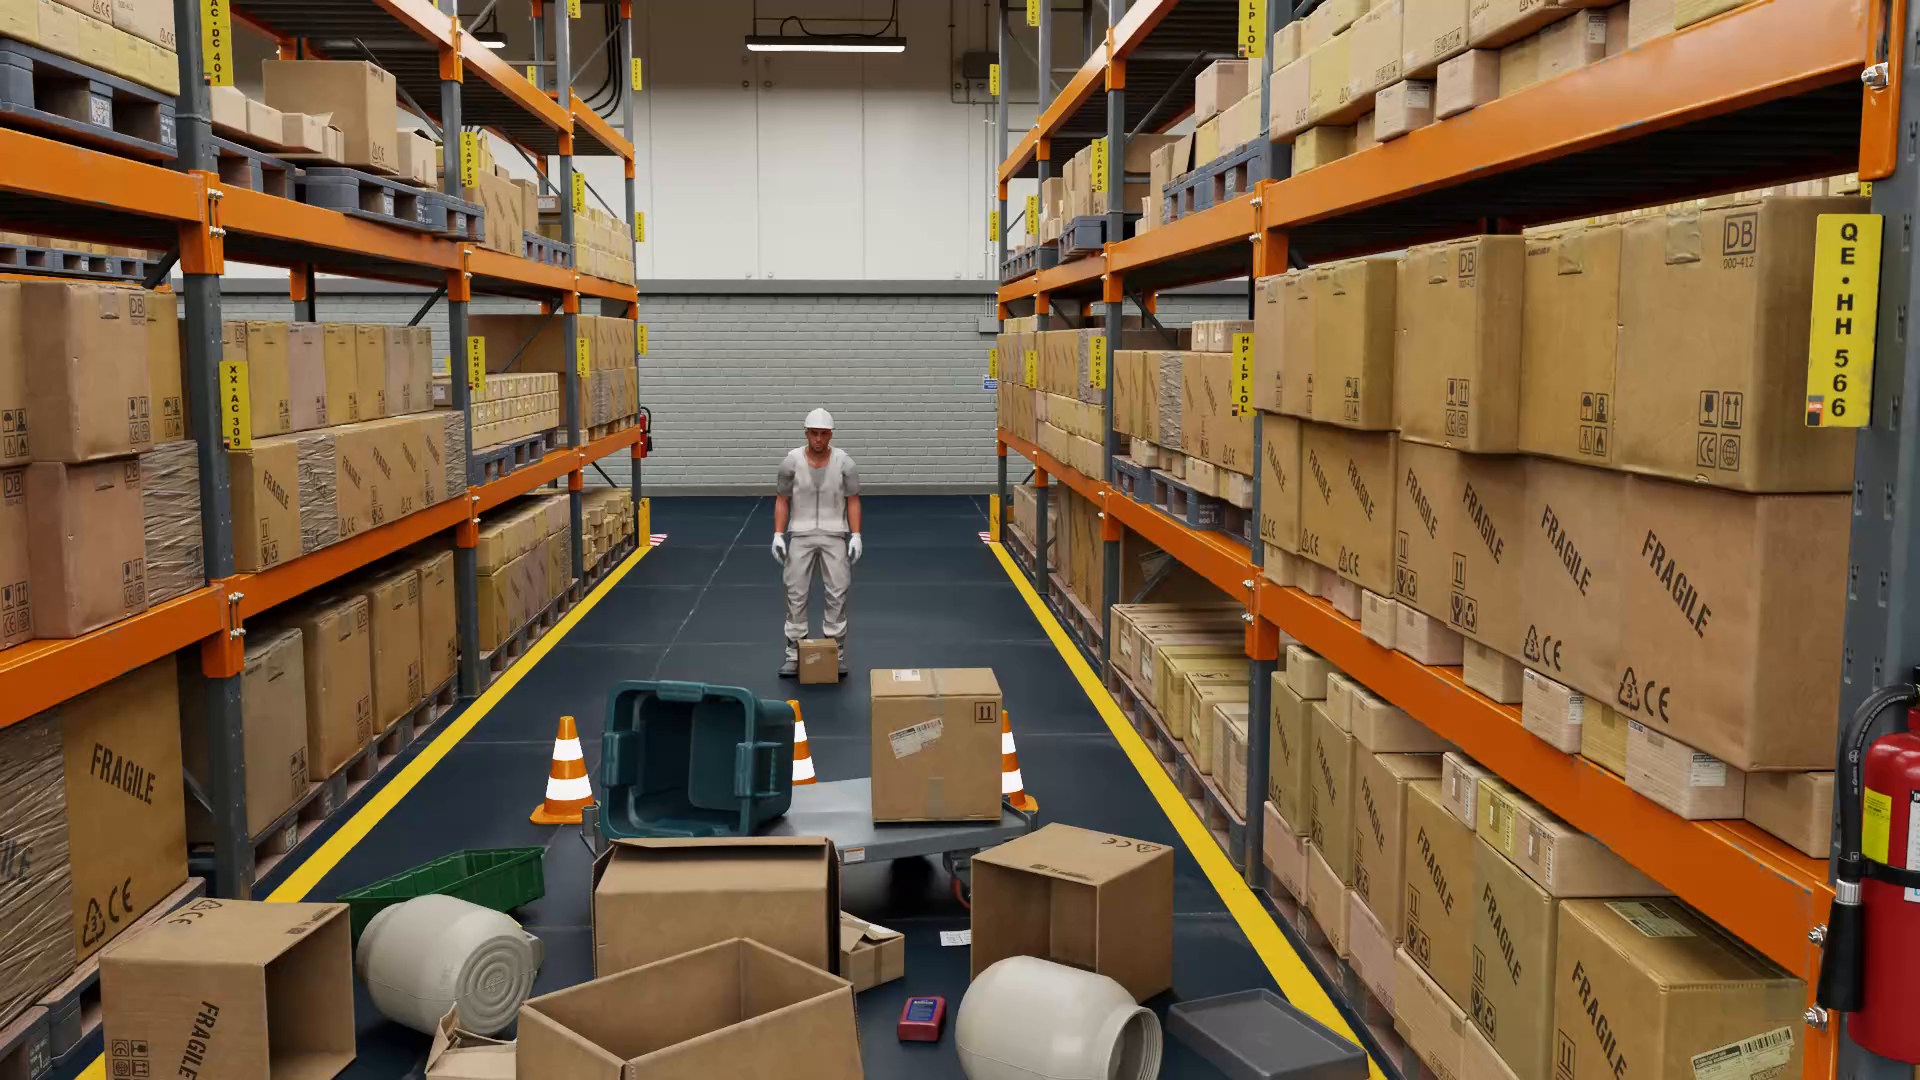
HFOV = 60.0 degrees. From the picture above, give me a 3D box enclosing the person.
[{"bbox_3d":[-12.821,1.102,2.076,25.370,1.733,17.172,0,7,-3],"label":"person"}]
